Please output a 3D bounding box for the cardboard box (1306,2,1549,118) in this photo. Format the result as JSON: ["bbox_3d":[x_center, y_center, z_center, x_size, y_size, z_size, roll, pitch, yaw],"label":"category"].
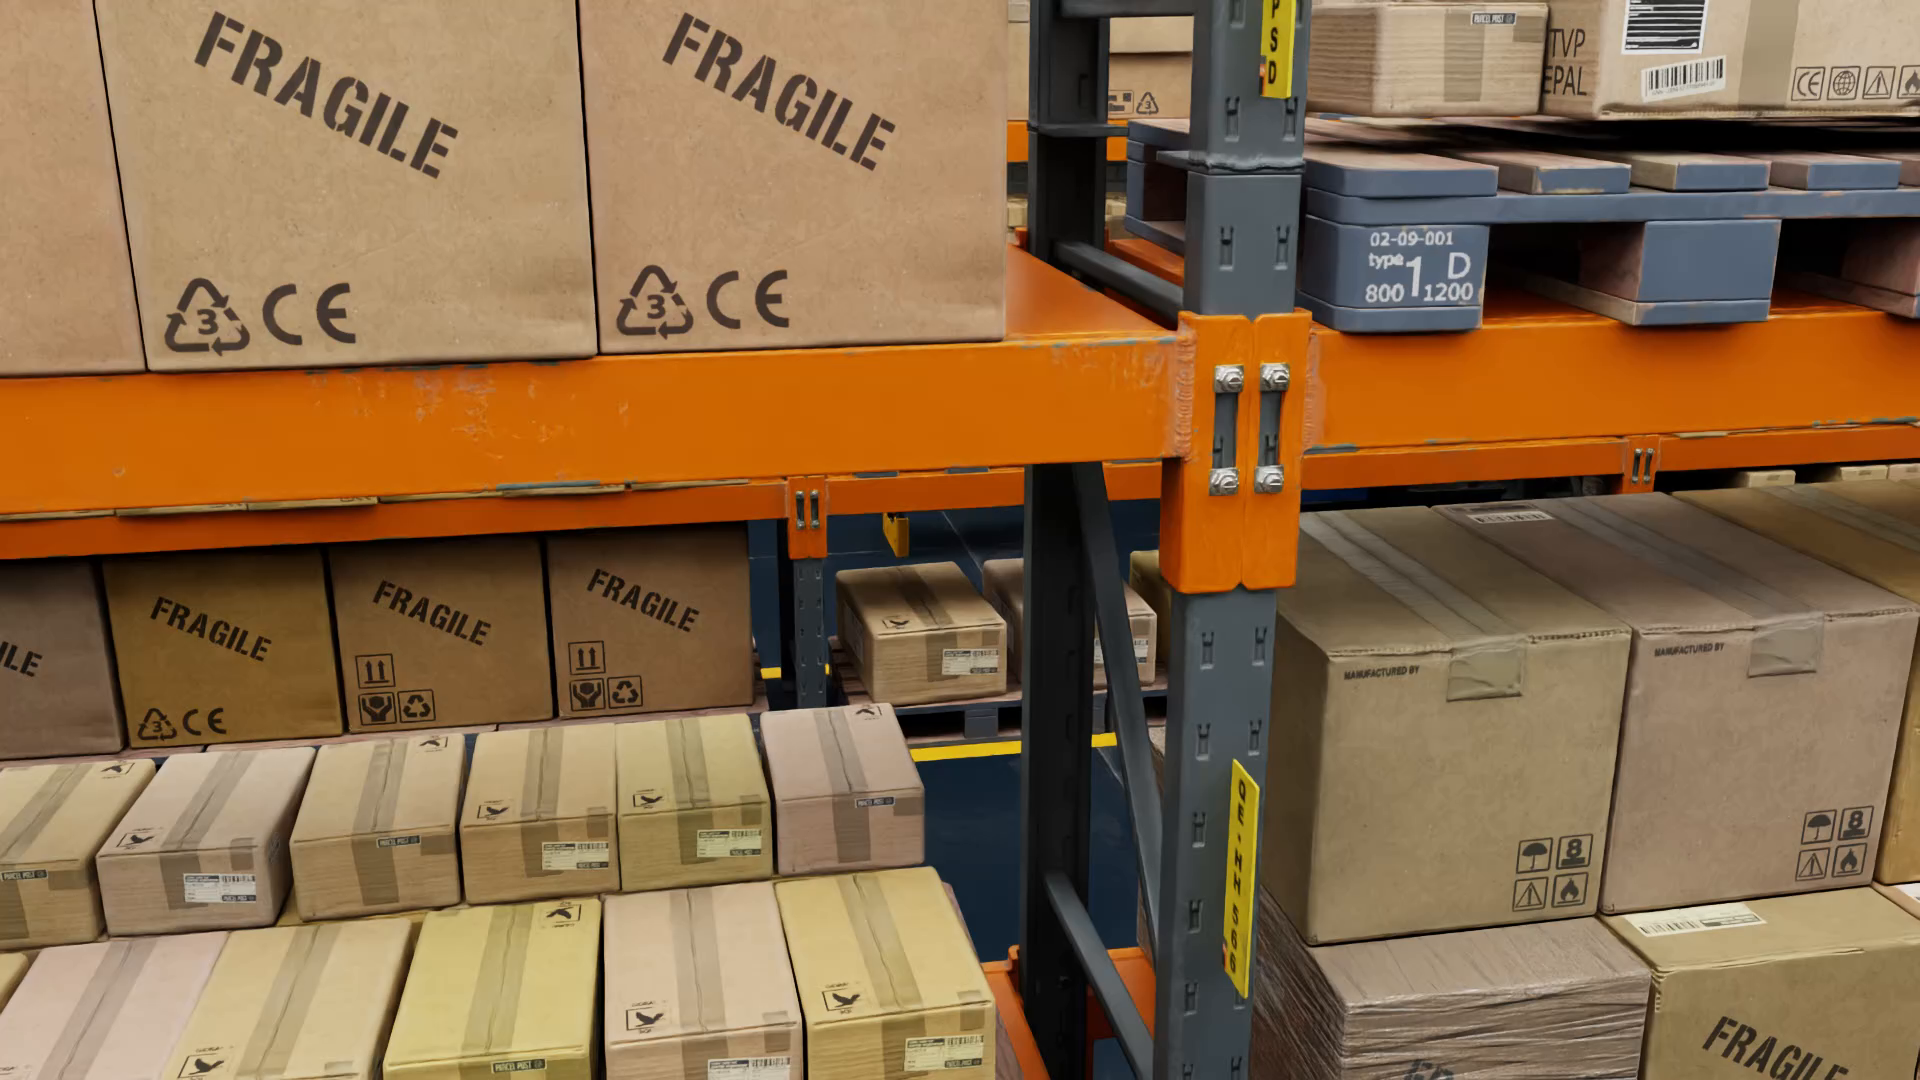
[{"bbox_3d":[0.636,-0.702,2.421,0.250,0.149,0.380,-4,18,-13],"label":"cardboard box"}]

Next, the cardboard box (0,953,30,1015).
[{"bbox_3d":[-1.386,0.699,2.127,0.250,0.149,0.380,-2,17,-8],"label":"cardboard box"}]

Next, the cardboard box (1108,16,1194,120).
[{"bbox_3d":[0.732,-2.165,7.466,0.637,0.503,0.797,-3,17,-10],"label":"cardboard box"}]

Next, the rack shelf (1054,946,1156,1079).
[{"bbox_3d":[2.242,1.066,3.459,4.000,0.370,1.077,-3,17,-10],"label":"rack shelf"}]

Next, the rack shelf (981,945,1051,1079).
[{"bbox_3d":[-1.686,1.288,2.733,4.000,0.370,1.077,-3,17,-10],"label":"rack shelf"}]

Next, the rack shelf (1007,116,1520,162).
[{"bbox_3d":[1.203,-1.790,7.646,4.000,0.370,1.077,-3,17,-10],"label":"rack shelf"}]

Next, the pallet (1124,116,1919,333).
[{"bbox_3d":[0.900,-0.562,2.744,1.003,0.211,1.213,-2,17,-8],"label":"pallet"}]

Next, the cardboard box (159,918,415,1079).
[{"bbox_3d":[-0.882,0.671,2.216,0.250,0.149,0.380,-3,17,-9],"label":"cardboard box"}]

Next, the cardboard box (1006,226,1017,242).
[{"bbox_3d":[0.282,-2.228,12.360,0.500,0.250,0.500,-3,17,-10],"label":"cardboard box"}]

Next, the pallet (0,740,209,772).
[{"bbox_3d":[-3.944,0.903,7.513,1.213,0.211,1.003,-3,17,-10],"label":"pallet"}]

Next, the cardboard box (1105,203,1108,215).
[{"bbox_3d":[0.926,-2.449,12.402,0.250,0.149,0.380,-4,17,-12],"label":"cardboard box"}]

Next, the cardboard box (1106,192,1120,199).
[{"bbox_3d":[1.070,-2.608,12.920,0.250,0.149,0.380,-3,17,-11],"label":"cardboard box"}]

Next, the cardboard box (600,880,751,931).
[{"bbox_3d":[-0.501,0.595,2.972,0.250,0.149,0.380,-2,17,-8],"label":"cardboard box"}]

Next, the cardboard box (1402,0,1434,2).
[{"bbox_3d":[0.824,-0.834,2.823,0.250,0.166,0.380,-3,17,-10],"label":"cardboard box"}]

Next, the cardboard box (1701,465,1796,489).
[{"bbox_3d":[3.932,-0.311,8.300,0.250,0.149,0.380,-3,17,-10],"label":"cardboard box"}]

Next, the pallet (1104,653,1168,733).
[{"bbox_3d":[1.203,0.635,8.386,1.213,0.211,1.003,-3,17,-10],"label":"pallet"}]

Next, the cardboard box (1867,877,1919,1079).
[{"bbox_3d":[1.764,0.781,2.990,0.500,0.500,0.500,-3,17,-10],"label":"cardboard box"}]

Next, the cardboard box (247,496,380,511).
[{"bbox_3d":[-2.699,-0.321,7.002,0.500,0.250,0.500,-4,17,-11],"label":"cardboard box"}]

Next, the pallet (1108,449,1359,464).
[{"bbox_3d":[1.176,-0.619,8.044,1.213,0.211,1.003,-3,17,-10],"label":"pallet"}]

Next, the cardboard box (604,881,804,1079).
[{"bbox_3d":[-0.363,0.641,2.316,0.250,0.149,0.380,-3,17,-11],"label":"cardboard box"}]

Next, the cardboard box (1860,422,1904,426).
[{"bbox_3d":[4.536,-0.696,8.398,0.250,0.149,0.380,-3,17,-11],"label":"cardboard box"}]

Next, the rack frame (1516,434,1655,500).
[{"bbox_3d":[3.167,-0.811,8.343,0.127,3.000,1.000,-3,17,-10],"label":"rack frame"}]

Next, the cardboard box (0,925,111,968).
[{"bbox_3d":[-1.499,0.651,2.788,0.250,0.149,0.380,-3,17,-11],"label":"cardboard box"}]

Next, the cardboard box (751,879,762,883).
[{"bbox_3d":[-0.463,0.734,3.026,0.250,0.149,0.380,-2,17,-8],"label":"cardboard box"}]

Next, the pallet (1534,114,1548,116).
[{"bbox_3d":[2.541,-2.151,7.919,1.003,0.211,1.213,-3,17,-10],"label":"pallet"}]

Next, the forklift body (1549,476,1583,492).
[{"bbox_3d":[4.633,-1.427,11.795,1.214,2.155,2.313,-3,17,-10],"label":"forklift body"}]

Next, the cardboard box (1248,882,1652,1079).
[{"bbox_3d":[0.770,0.838,2.804,0.500,0.500,0.500,-3,17,-10],"label":"cardboard box"}]

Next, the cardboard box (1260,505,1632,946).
[{"bbox_3d":[0.721,0.285,2.901,0.500,0.500,0.700,-3,17,-11],"label":"cardboard box"}]

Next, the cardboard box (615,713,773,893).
[{"bbox_3d":[-0.476,0.454,2.925,0.250,0.149,0.380,-4,17,-12],"label":"cardboard box"}]

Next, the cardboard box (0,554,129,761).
[{"bbox_3d":[-4.094,0.392,7.331,0.875,0.875,0.875,-3,17,-9],"label":"cardboard box"}]

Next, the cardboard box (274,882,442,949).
[{"bbox_3d":[-1.010,0.625,2.874,0.250,0.149,0.380,-3,17,-10],"label":"cardboard box"}]

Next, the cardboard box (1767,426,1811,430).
[{"bbox_3d":[4.030,-0.669,8.308,0.250,0.149,0.380,-3,17,-11],"label":"cardboard box"}]

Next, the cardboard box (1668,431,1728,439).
[{"bbox_3d":[3.537,-0.616,8.136,0.250,0.149,0.380,-3,17,-11],"label":"cardboard box"}]

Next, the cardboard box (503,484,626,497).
[{"bbox_3d":[-1.706,-0.381,7.197,0.500,0.250,0.500,-3,17,-9],"label":"cardboard box"}]

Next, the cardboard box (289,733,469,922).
[{"bbox_3d":[-0.978,0.481,2.837,0.250,0.149,0.380,-4,18,-13],"label":"cardboard box"}]

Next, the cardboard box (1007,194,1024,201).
[{"bbox_3d":[0.330,-2.570,12.797,0.250,0.149,0.380,-3,17,-10],"label":"cardboard box"}]

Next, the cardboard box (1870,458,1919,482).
[{"bbox_3d":[4.700,-0.356,8.447,0.250,0.149,0.380,-2,17,-7],"label":"cardboard box"}]

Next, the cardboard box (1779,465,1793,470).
[{"bbox_3d":[4.196,-0.195,9.029,0.500,0.500,0.500,-3,17,-9],"label":"cardboard box"}]

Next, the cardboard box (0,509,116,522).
[{"bbox_3d":[-3.698,-0.271,6.842,0.500,0.250,0.500,-4,17,-12],"label":"cardboard box"}]

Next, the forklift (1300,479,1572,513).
[{"bbox_3d":[2.968,-1.531,10.803,3.031,2.935,1.130,-3,17,-8],"label":"forklift"}]

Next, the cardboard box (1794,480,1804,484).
[{"bbox_3d":[4.321,-0.044,8.537,0.500,0.500,0.500,-3,17,-8],"label":"cardboard box"}]

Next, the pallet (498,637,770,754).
[{"bbox_3d":[-1.549,0.767,7.955,1.213,0.211,1.003,-3,17,-10],"label":"pallet"}]

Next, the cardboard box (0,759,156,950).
[{"bbox_3d":[-1.503,0.512,2.737,0.250,0.149,0.380,-3,17,-9],"label":"cardboard box"}]

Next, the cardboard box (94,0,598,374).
[{"bbox_3d":[-0.723,-0.512,2.090,0.500,0.500,0.500,-3,17,-10],"label":"cardboard box"}]

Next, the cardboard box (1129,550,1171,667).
[{"bbox_3d":[1.265,0.355,8.309,0.625,0.372,0.950,-3,17,-9],"label":"cardboard box"}]

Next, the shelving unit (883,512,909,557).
[{"bbox_3d":[0.075,-0.721,10.605,1.083,1.500,0.587,-3,17,-10],"label":"shelving unit"}]

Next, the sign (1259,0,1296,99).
[{"bbox_3d":[0.379,-0.691,1.965,0.005,0.325,0.100,-3,17,-10],"label":"sign"}]

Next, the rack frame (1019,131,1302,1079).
[{"bbox_3d":[0.278,0.833,2.990,0.127,3.000,1.000,-3,17,-10],"label":"rack frame"}]

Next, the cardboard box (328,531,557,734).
[{"bbox_3d":[-2.331,0.290,7.663,0.875,0.875,0.875,-3,17,-10],"label":"cardboard box"}]

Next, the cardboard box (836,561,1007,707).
[{"bbox_3d":[-0.204,0.439,8.035,0.625,0.372,0.950,-4,18,-14],"label":"cardboard box"}]

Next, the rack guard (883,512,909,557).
[{"bbox_3d":[-0.414,-0.096,10.699,0.087,0.250,0.587,-3,17,-10],"label":"rack guard"}]

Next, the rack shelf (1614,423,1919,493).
[{"bbox_3d":[5.131,-0.579,8.812,4.000,0.370,1.077,-3,17,-10],"label":"rack shelf"}]

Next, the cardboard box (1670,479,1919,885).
[{"bbox_3d":[1.720,0.227,3.089,0.500,0.500,0.700,-4,17,-11],"label":"cardboard box"}]
